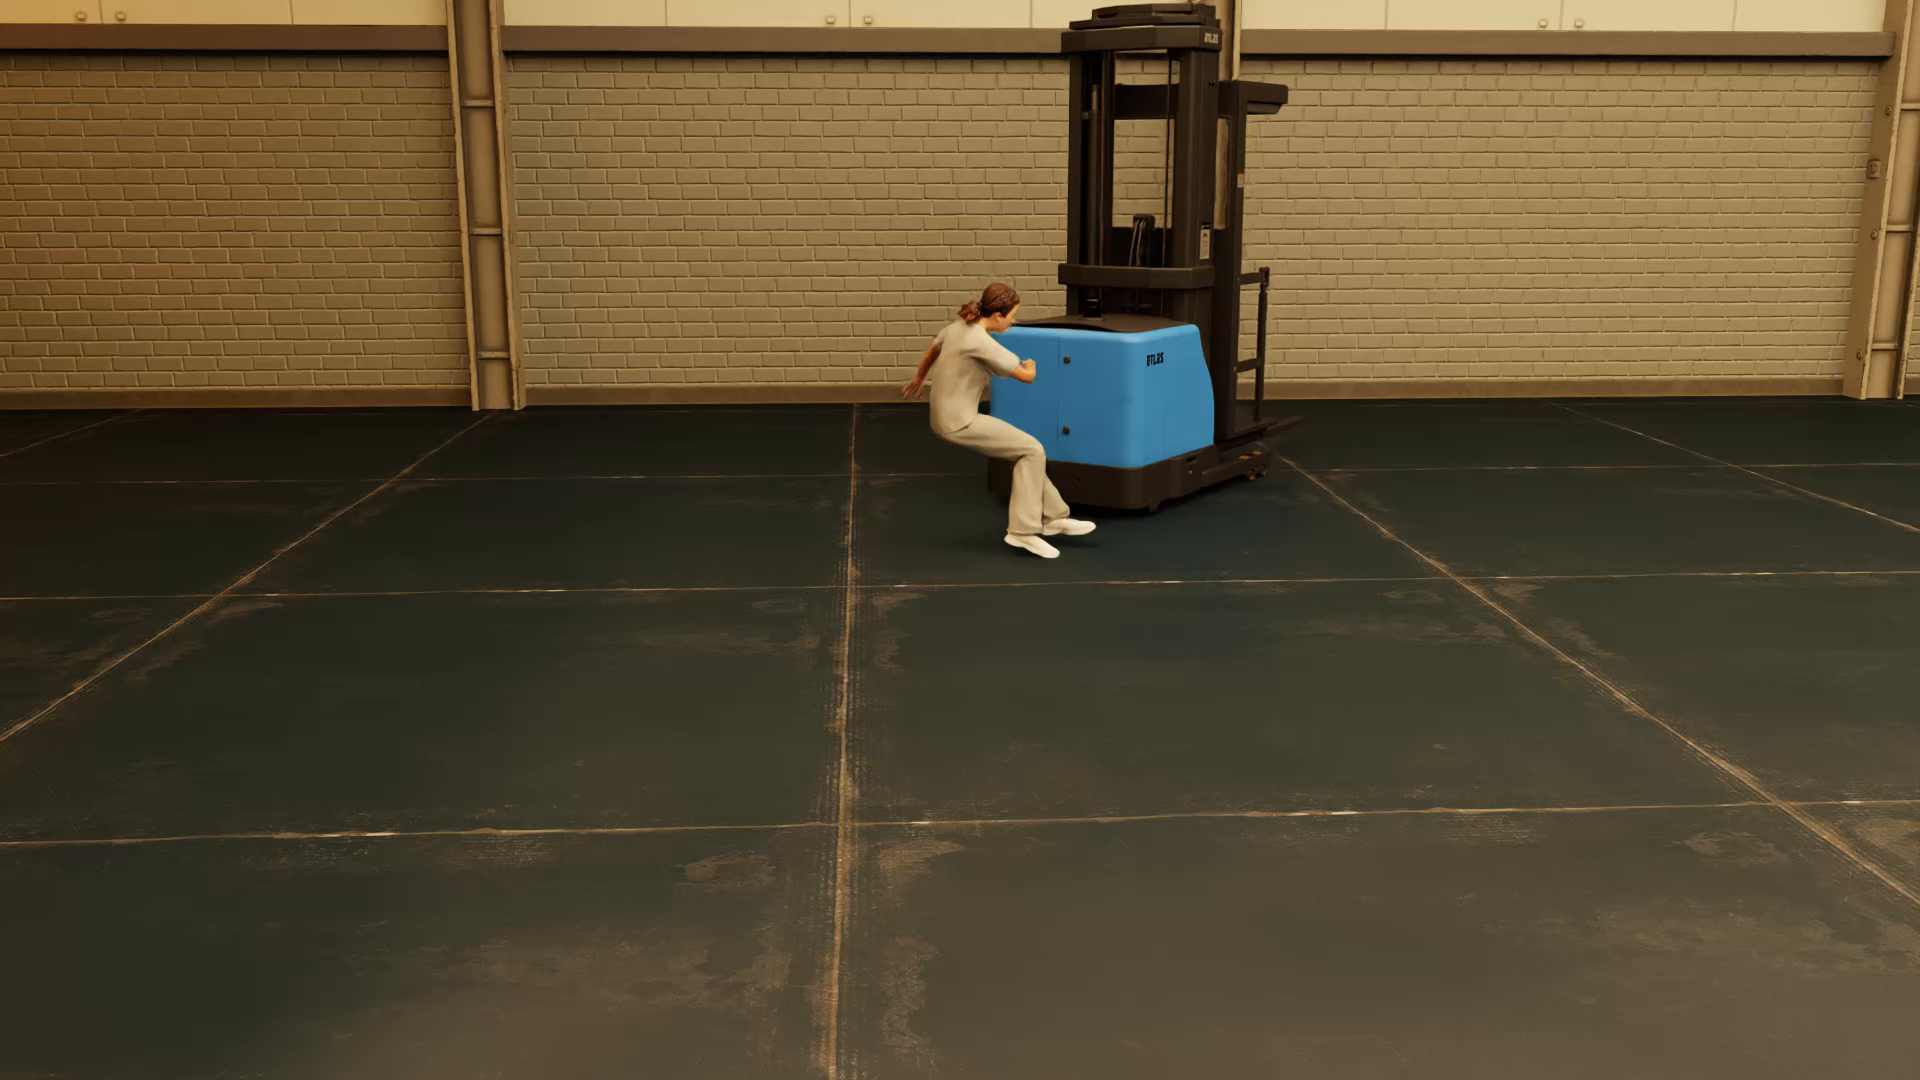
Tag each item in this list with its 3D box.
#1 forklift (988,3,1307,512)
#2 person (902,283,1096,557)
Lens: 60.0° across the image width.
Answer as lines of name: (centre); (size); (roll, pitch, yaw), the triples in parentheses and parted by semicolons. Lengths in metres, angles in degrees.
forklift: (1.399, -1.866, 10.720); (1.130, 2.935, 3.031); (8, 15, 33)
person: (0.230, -0.682, 8.975); (0.903, 1.420, 0.971); (-3, 13, -14)
